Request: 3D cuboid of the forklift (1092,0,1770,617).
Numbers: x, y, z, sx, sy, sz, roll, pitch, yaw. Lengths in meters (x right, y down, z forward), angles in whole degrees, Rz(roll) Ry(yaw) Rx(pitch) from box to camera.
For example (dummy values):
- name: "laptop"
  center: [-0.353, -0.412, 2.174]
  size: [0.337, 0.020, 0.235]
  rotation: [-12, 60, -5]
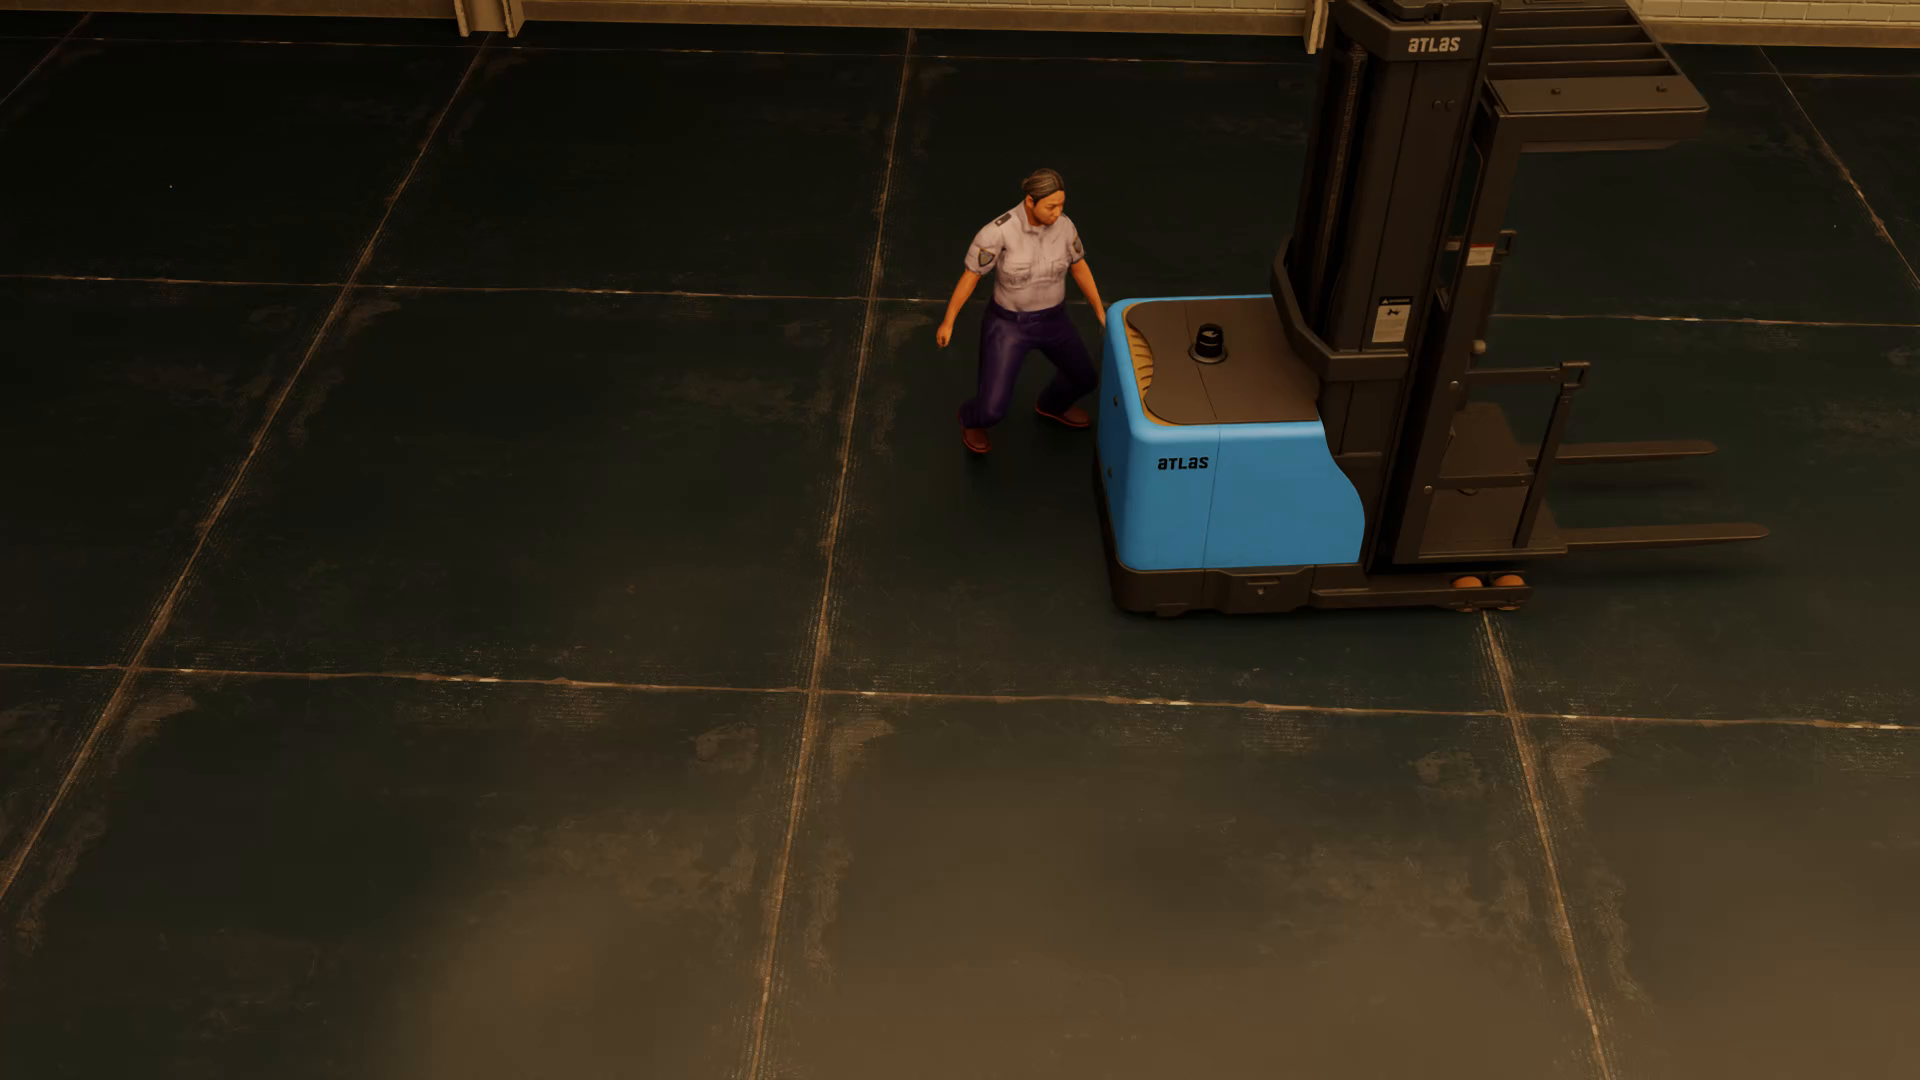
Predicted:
- name: "forklift"
  center: [2.182, -1.112, 6.961]
  size: [3.031, 2.935, 1.130]
  rotation: [-2, 42, -2]

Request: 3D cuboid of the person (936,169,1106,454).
- name: "person"
  center: [0.308, -1.043, 7.876]
  size: [0.838, 1.543, 0.494]
  rotation: [-14, 44, -15]
